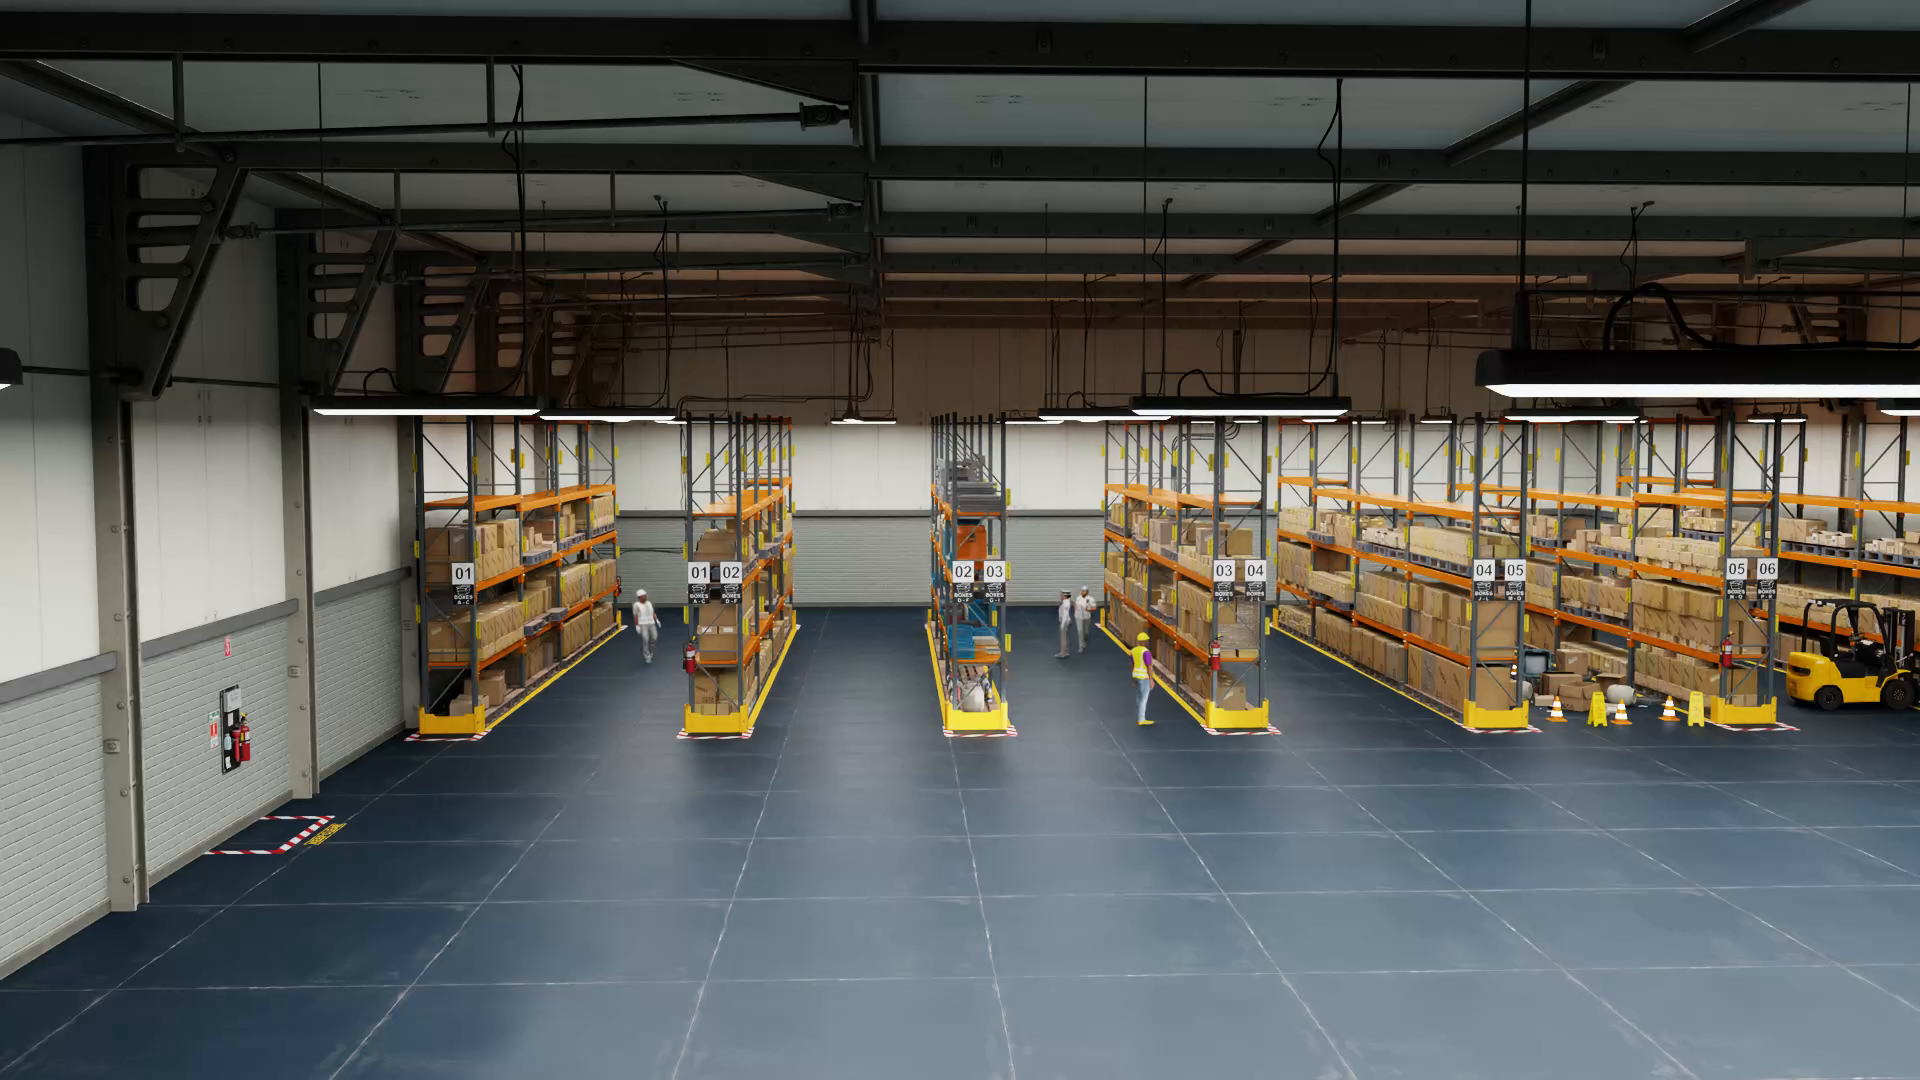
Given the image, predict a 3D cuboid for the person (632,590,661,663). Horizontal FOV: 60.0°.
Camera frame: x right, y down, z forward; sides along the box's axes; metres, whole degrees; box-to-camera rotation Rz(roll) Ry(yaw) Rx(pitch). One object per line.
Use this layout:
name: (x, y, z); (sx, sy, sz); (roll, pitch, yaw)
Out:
person: (-7.633, 2.112, 40.707); (0.634, 1.768, 0.730); (-3, 5, -37)

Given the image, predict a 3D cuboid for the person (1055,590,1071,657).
person: (2.556, 2.081, 41.323); (0.380, 1.673, 0.543); (0, 4, 6)

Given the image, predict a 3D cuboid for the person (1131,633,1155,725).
person: (3.571, 2.682, 31.997); (0.442, 1.801, 0.626); (-2, 4, -25)

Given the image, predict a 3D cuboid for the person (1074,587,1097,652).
person: (3.190, 1.996, 42.335); (0.585, 1.619, 1.028); (0, 4, 1)
